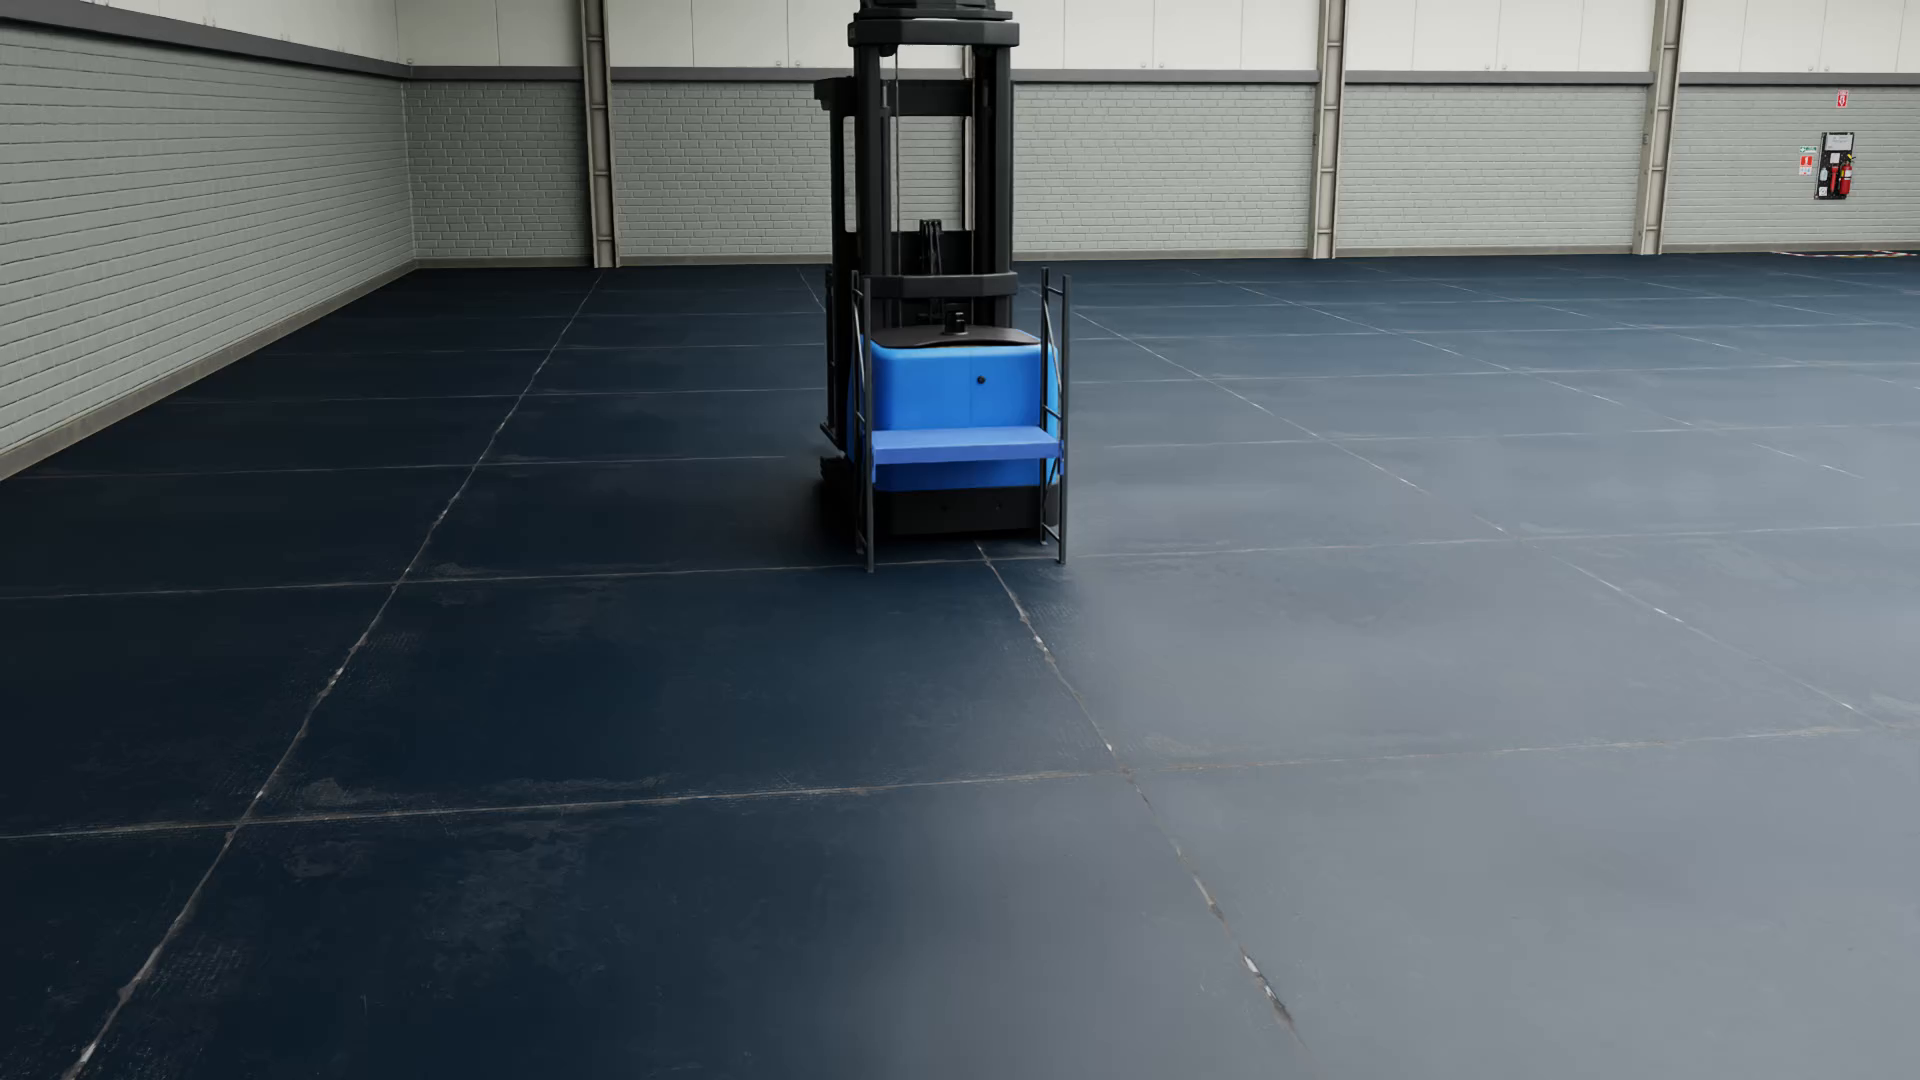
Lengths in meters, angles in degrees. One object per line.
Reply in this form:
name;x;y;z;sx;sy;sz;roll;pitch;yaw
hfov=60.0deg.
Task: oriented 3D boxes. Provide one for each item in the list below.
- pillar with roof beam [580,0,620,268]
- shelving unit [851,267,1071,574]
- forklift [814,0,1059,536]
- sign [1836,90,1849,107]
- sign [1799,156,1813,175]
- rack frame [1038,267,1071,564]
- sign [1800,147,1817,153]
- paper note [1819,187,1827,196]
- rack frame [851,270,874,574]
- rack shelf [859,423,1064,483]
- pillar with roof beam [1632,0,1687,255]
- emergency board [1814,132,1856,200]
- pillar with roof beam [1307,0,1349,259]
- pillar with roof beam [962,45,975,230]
pillar with roof beam;-5.038;-7.729;21.543;0.400;9.000;9.100;-2;14;-8
shelving unit;-0.004;-0.637;8.678;1.048;1.500;0.538;-3;14;-10
forklift;-0.277;-1.757;10.202;1.130;2.935;3.031;-3;14;-12
sign;15.580;-7.792;29.362;0.199;0.298;0.001;-2;14;-8
sign;15.041;-6.666;29.564;0.234;0.329;0.001;-2;14;-8
rack frame;0.495;-0.660;8.770;0.032;1.500;0.500;-3;14;-10
sign;15.047;-6.921;29.492;0.331;0.109;0.001;-2;14;-8
paper note;15.418;-6.227;29.697;0.142;0.148;0.016;-2;14;-8
rack frame;-0.504;-0.614;8.586;0.032;1.500;0.500;-3;14;-10
rack shelf;-0.004;-0.462;8.722;1.000;0.185;0.538;-3;14;-10
pillar with roof beam;12.761;-8.382;24.144;0.400;9.000;9.100;-2;14;-8
emergency board;15.603;-6.644;29.549;0.643;1.169;0.194;-2;14;-8
pillar with roof beam;6.828;-8.164;23.277;0.400;9.000;9.100;-2;14;-8
pillar with roof beam;0.895;-7.947;22.410;0.400;9.000;9.100;-2;14;-8
